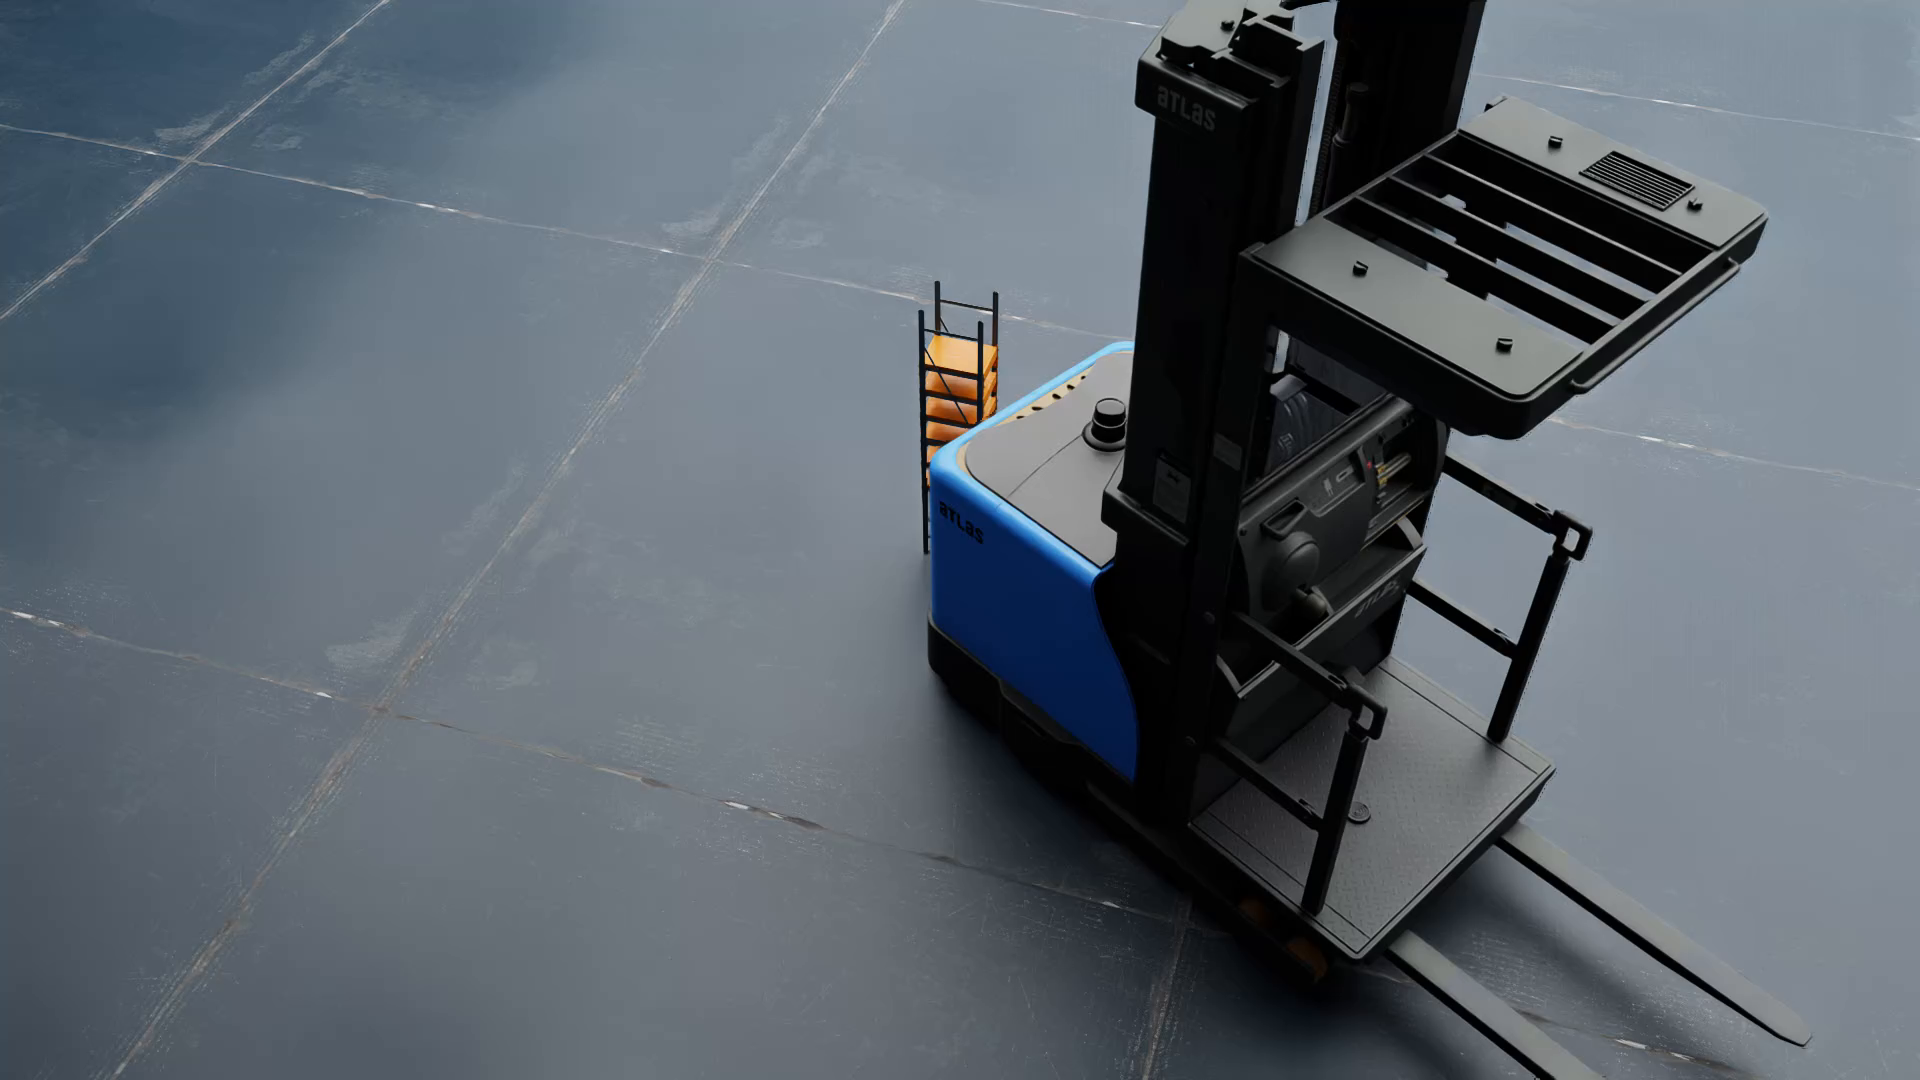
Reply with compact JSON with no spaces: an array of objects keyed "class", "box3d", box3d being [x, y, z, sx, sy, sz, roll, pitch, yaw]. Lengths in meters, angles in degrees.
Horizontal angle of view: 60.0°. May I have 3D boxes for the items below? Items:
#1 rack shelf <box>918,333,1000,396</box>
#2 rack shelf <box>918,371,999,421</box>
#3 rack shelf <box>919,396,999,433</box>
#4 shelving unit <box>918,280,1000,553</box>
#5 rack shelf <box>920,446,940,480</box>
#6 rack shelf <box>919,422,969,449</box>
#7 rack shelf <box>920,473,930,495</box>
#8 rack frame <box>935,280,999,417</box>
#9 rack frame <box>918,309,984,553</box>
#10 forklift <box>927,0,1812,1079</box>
[{"class":"rack shelf","box3d":[-0.004,-0.645,6.100,0.258,0.103,0.180,13,46,12]},{"class":"rack shelf","box3d":[-0.004,-0.559,6.184,0.258,0.103,0.180,13,46,12]},{"class":"rack shelf","box3d":[-0.004,-0.473,6.268,0.258,0.103,0.180,13,46,12]},{"class":"shelving unit","box3d":[-0.004,-0.419,6.321,0.258,1.200,0.189,13,46,12]},{"class":"rack shelf","box3d":[-0.004,-0.302,6.436,0.258,0.103,0.180,13,46,12]},{"class":"rack shelf","box3d":[-0.004,-0.387,6.352,0.258,0.103,0.180,13,46,12]},{"class":"rack shelf","box3d":[-0.004,-0.216,6.519,0.258,0.103,0.180,13,46,12]},{"class":"rack frame","box3d":[0.023,-0.480,6.383,0.240,1.200,0.006,13,46,12]},{"class":"rack frame","box3d":[-0.032,-0.358,6.258,0.240,1.200,0.006,13,46,12]},{"class":"forklift","box3d":[1.254,-0.036,4.691,1.130,2.935,3.031,-33,53,-29]}]
